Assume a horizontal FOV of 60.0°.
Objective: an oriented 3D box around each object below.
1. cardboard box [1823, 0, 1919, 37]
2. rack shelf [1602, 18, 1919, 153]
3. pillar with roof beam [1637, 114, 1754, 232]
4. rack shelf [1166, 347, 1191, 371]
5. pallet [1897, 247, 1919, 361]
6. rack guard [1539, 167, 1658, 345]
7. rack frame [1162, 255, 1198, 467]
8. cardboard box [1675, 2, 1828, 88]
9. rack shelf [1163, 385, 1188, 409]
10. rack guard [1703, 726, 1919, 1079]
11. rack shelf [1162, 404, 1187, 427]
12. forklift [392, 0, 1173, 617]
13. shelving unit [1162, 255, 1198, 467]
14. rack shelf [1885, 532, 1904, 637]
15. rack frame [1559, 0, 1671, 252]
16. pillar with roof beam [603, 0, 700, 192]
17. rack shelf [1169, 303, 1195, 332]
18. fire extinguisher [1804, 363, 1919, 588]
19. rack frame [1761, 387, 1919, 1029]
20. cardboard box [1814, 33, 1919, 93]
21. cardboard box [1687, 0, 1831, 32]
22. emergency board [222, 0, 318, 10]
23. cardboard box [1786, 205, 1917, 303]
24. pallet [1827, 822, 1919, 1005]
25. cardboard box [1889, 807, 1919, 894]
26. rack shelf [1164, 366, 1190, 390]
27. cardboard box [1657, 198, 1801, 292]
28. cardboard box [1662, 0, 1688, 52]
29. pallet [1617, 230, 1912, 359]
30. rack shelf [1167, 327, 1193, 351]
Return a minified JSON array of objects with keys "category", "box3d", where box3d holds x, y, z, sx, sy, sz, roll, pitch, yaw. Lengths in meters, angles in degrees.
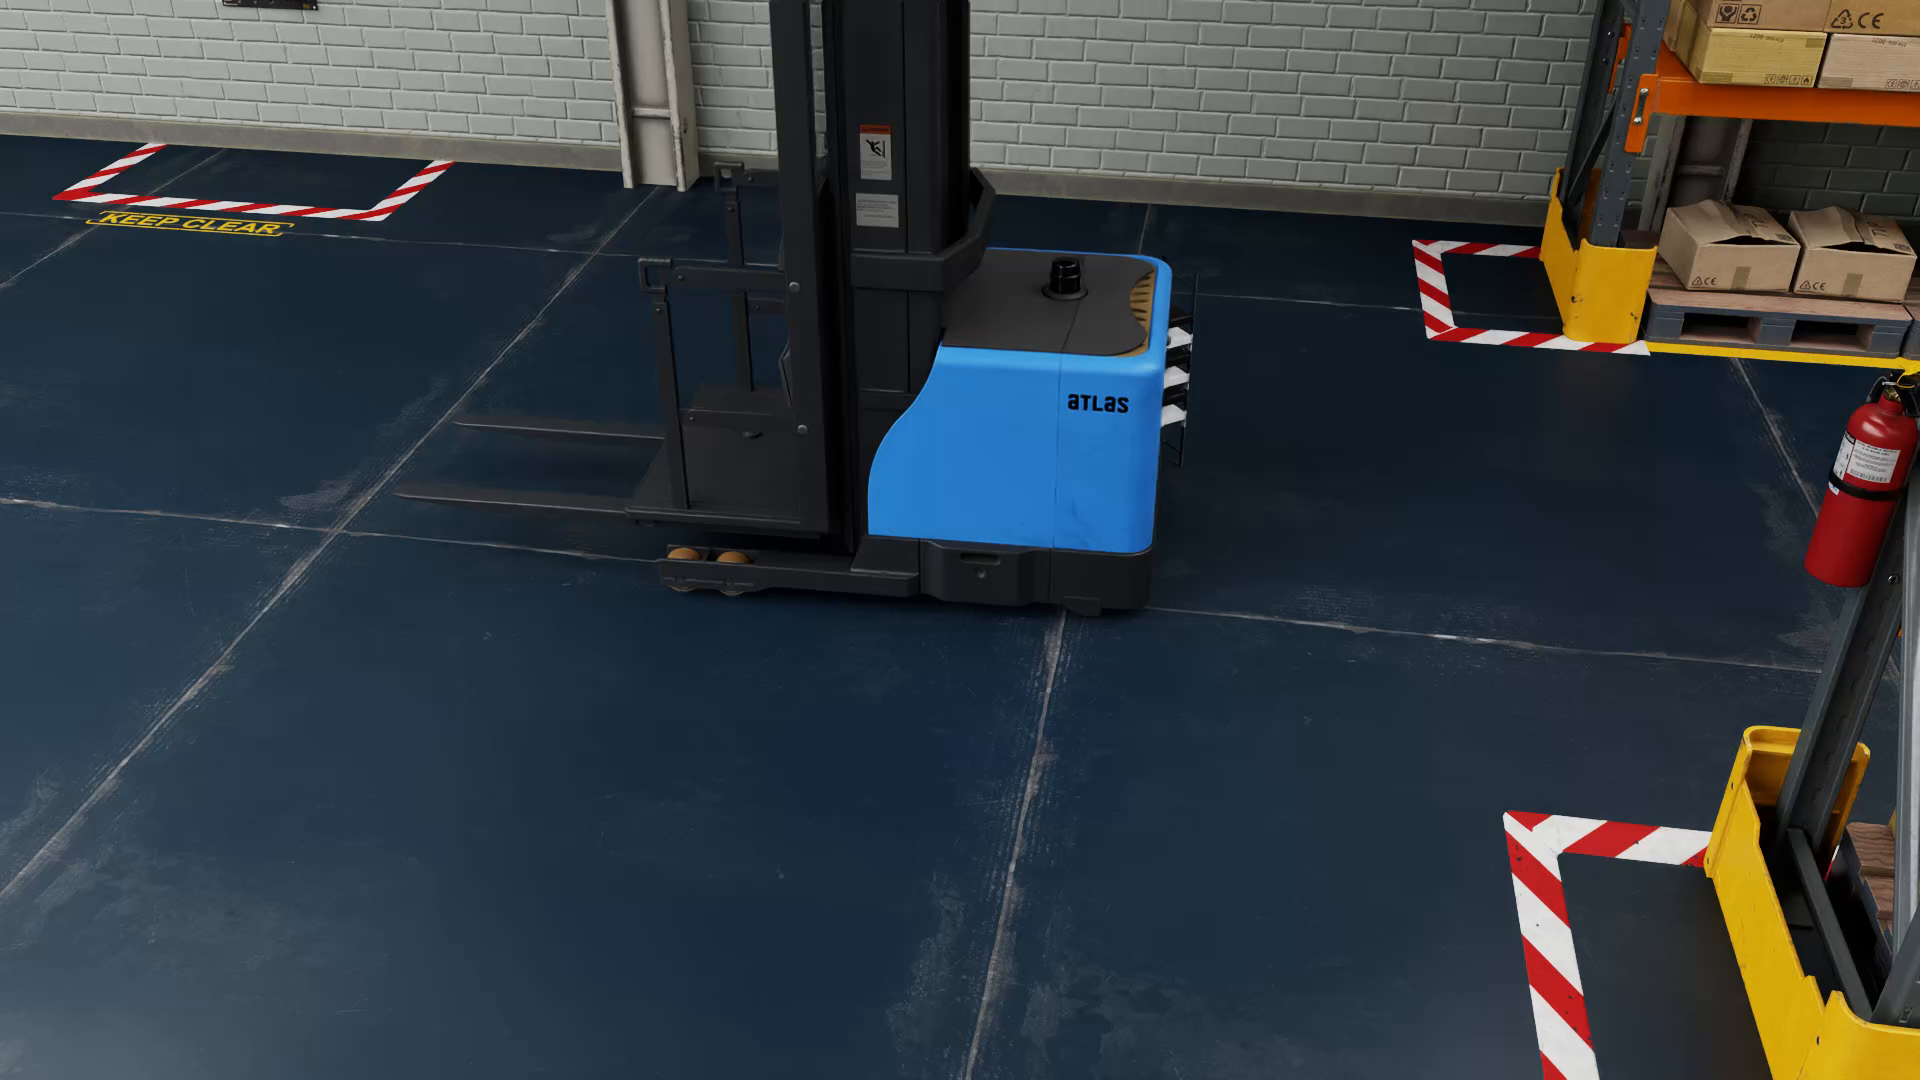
[{"category":"cardboard box","box3d":[4.143,-2.584,7.467,0.500,0.500,0.500,5,32,8]},{"category":"rack shelf","box3d":[5.209,-2.087,7.935,4.000,0.370,1.077,5,32,8]},{"category":"pillar with roof beam","box3d":[3.349,-3.252,3.464,0.400,9.000,9.100,5,32,8]},{"category":"rack shelf","box3d":[0.820,-0.777,7.036,0.200,0.077,0.258,-17,36,-25]},{"category":"pallet","box3d":[5.307,-1.181,8.437,1.213,0.211,1.003,5,32,8]},{"category":"rack guard","box3d":[3.313,-1.504,8.682,0.348,0.500,1.175,5,32,8]},{"category":"rack frame","box3d":[0.909,-0.756,7.109,0.006,0.900,0.240,-17,36,-25]},{"category":"cardboard box","box3d":[3.665,-2.306,7.729,0.500,0.250,0.500,4,32,7]},{"category":"rack shelf","box3d":[0.820,-0.625,7.132,0.200,0.077,0.258,-17,36,-25]},{"category":"rack guard","box3d":[2.384,1.078,4.556,0.348,0.500,1.175,5,32,8]},{"category":"rack shelf","box3d":[0.820,-0.548,7.180,0.200,0.077,0.258,-17,36,-25]},{"category":"forklift","box3d":[-0.719,-1.302,6.067,3.031,2.935,1.130,4,32,7]},{"category":"shelving unit","box3d":[0.820,-0.729,7.067,0.210,0.900,0.258,-17,36,-25]},{"category":"rack shelf","box3d":[4.380,0.504,3.795,4.000,0.370,1.077,5,32,8]},{"category":"rack frame","box3d":[3.238,-2.570,8.029,0.127,3.000,1.000,5,32,8]},{"category":"pillar with roof beam","box3d":[-2.565,-3.787,4.319,0.400,9.000,9.100,5,32,8]},{"category":"rack shelf","box3d":[0.820,-0.930,6.941,0.200,0.077,0.258,-17,36,-25]},{"category":"fire extinguisher","box3d":[2.370,-0.200,4.315,0.183,0.674,0.296,5,32,8]},{"category":"rack frame","box3d":[2.408,0.021,3.890,0.127,3.000,1.000,5,32,8]},{"category":"cardboard box","box3d":[4.180,-2.267,7.667,0.500,0.250,0.500,4,32,7]},{"category":"cardboard box","box3d":[3.658,-2.633,7.546,0.500,0.500,0.500,5,32,8]},{"category":"emergency board","box3d":[-4.271,-3.737,9.892,0.643,1.169,0.194,5,32,8]},{"category":"cardboard box","box3d":[4.467,-1.458,8.371,0.500,0.311,0.500,8,33,12]},{"category":"pallet","box3d":[3.169,1.249,4.556,1.213,0.211,1.003,5,32,8]},{"category":"cardboard box","box3d":[2.986,0.901,4.678,0.500,0.250,0.500,5,32,8]},{"category":"rack shelf","box3d":[0.820,-0.701,7.084,0.200,0.077,0.258,-17,36,-25]},{"category":"cardboard box","box3d":[3.905,-1.508,8.452,0.500,0.311,0.500,2,32,3]},{"category":"cardboard box","box3d":[3.731,-2.575,8.159,0.500,0.250,0.500,6,32,9]},{"category":"pallet","box3d":[4.108,-1.291,8.613,1.213,0.211,1.003,5,32,8]},{"category":"rack shelf","box3d":[0.820,-0.853,6.989,0.200,0.077,0.258,-17,36,-25]}]
